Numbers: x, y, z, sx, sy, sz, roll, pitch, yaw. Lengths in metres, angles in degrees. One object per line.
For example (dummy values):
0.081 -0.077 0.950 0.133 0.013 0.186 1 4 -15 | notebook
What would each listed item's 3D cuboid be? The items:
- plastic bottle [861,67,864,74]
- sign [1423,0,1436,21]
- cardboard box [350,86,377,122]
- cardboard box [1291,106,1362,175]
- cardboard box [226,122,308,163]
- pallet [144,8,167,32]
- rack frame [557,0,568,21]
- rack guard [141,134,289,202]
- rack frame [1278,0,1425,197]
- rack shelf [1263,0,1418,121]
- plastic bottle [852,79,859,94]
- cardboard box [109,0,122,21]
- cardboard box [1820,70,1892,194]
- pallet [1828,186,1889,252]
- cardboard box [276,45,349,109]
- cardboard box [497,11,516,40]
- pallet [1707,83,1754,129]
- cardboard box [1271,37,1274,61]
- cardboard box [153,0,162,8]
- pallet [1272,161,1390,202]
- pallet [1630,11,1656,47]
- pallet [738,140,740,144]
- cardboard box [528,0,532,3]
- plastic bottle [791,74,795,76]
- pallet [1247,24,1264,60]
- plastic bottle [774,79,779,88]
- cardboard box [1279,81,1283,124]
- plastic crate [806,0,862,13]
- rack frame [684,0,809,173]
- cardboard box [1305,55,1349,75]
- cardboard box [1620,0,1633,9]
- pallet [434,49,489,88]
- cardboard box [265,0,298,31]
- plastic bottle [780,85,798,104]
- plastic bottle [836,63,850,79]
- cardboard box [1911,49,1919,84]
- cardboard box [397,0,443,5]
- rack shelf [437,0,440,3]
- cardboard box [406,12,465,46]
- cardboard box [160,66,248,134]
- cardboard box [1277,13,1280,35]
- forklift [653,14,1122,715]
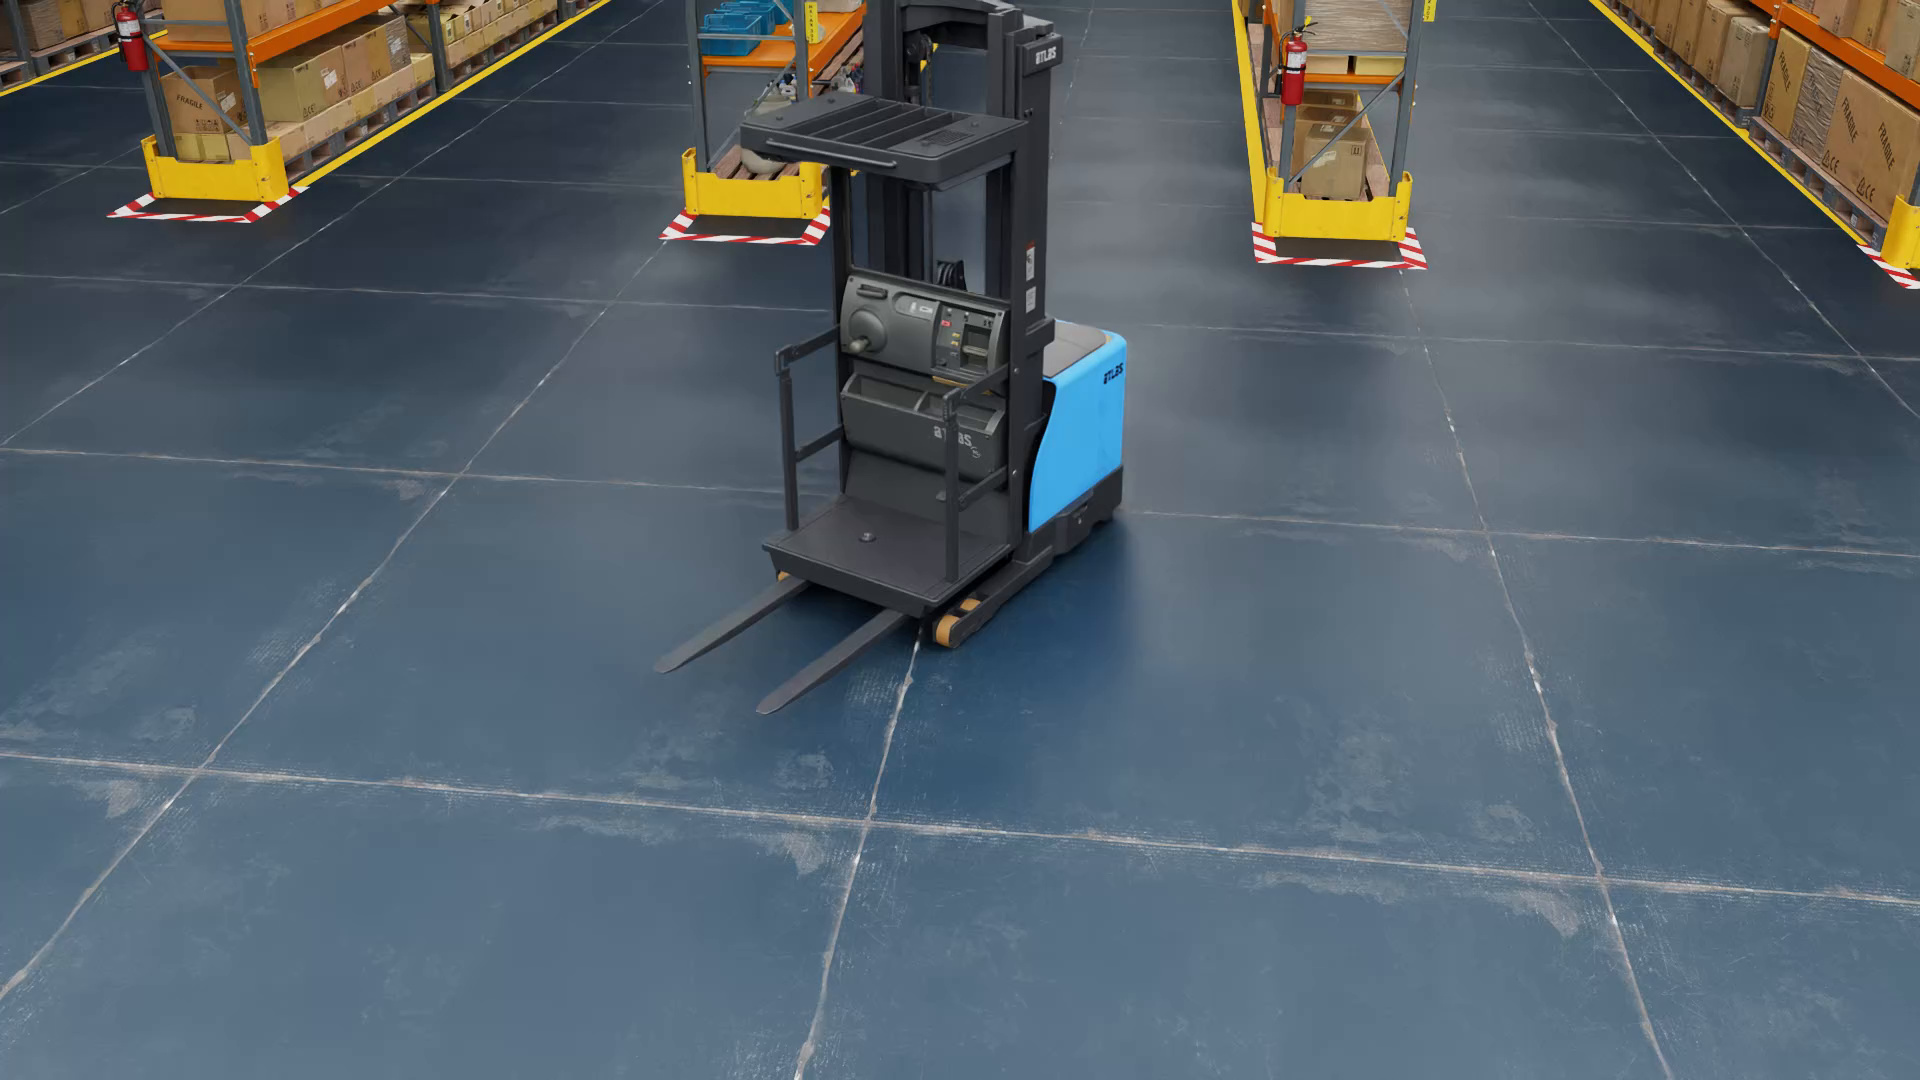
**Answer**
-1.010 -4.811 17.417 0.061 0.283 0.133 5 29 9 | plastic bottle
3.686 -4.237 13.040 0.100 0.325 0.005 3 28 6 | sign
-6.212 -4.385 16.683 0.500 0.250 0.500 3 28 6 | cardboard box
3.279 -3.548 14.867 0.500 0.500 0.500 11 30 19 | cardboard box
-6.398 -3.679 15.373 0.500 0.250 0.500 3 28 6 | cardboard box
-10.718 -6.922 21.875 1.003 0.211 1.213 3 28 6 | pallet
-5.704 -8.231 21.365 1.000 3.000 0.127 3 28 6 | rack frame
-6.687 -3.353 14.947 1.175 0.500 0.348 3 28 6 | rack guard
3.147 -3.888 13.304 1.000 3.000 0.127 3 28 6 | rack frame
3.392 -4.512 15.222 1.077 0.370 4.000 3 28 6 | rack shelf
-1.074 -4.567 16.965 0.061 0.283 0.133 5 29 10 | plastic bottle
-10.869 -6.797 20.876 0.712 0.500 0.516 3 28 5 | cardboard box
8.180 -3.539 14.453 0.875 0.875 0.875 3 28 5 | cardboard box
8.078 -2.705 14.049 1.003 0.211 1.213 3 28 6 | pallet
-6.290 -4.481 16.070 0.500 0.500 0.500 3 28 6 | cardboard box
-5.711 -6.222 20.092 0.500 0.250 0.500 4 29 7 | cardboard box
8.567 -4.575 17.519 1.003 0.211 1.213 3 28 6 | pallet
3.879 -5.638 18.725 0.700 0.500 0.500 1 28 2 | cardboard box
-10.657 -7.268 21.750 0.700 0.500 0.500 4 29 7 | cardboard box
3.291 -3.076 14.738 1.003 0.211 1.213 3 28 6 | pallet
9.135 -6.458 21.014 1.003 0.211 1.213 3 28 6 | pallet
-1.549 -3.941 16.343 1.003 0.211 1.213 3 28 6 | pallet
-5.581 -6.946 20.846 0.500 0.311 0.500 3 28 5 | cardboard box
-1.765 -4.775 17.358 0.152 0.276 0.135 4 29 8 | plastic bottle
4.030 -6.058 20.272 1.003 0.211 1.213 3 28 6 | pallet
-1.874 -4.536 16.908 0.061 0.283 0.133 5 29 8 | plastic bottle
3.486 -4.399 16.445 0.500 0.500 0.500 13 31 22 | cardboard box
-1.226 -5.163 15.949 0.530 0.136 0.437 3 28 6 | plastic crate
-1.769 -4.176 13.838 1.000 3.000 0.127 3 28 6 | rack frame
2.977 -3.923 13.635 0.380 0.149 0.250 3 28 6 | cardboard box
8.975 -7.221 21.684 0.500 0.500 0.500 2 28 4 | cardboard box
-6.143 -5.470 19.180 1.003 0.211 1.213 3 28 6 | pallet
-6.555 -4.976 15.218 0.700 0.500 0.500 4 29 8 | cardboard box
-1.714 -4.411 16.684 0.152 0.276 0.135 3 28 6 | plastic bottle
-1.214 -4.774 17.279 0.144 0.351 0.185 3 28 6 | plastic bottle
8.058 -3.795 12.974 0.875 0.550 0.550 3 28 6 | cardboard box
-6.308 -6.257 19.566 0.500 0.311 0.500 3 28 6 | cardboard box
-5.949 -6.973 19.789 1.077 0.370 4.000 3 28 6 | rack shelf
-5.896 -5.749 18.624 0.500 0.311 0.500 3 29 6 | cardboard box
-6.914 -4.039 15.251 0.500 0.500 0.500 3 28 6 | cardboard box
3.057 -4.635 14.957 0.380 0.149 0.250 3 28 6 | cardboard box
-0.334 -0.962 8.012 1.118 2.867 2.937 17 33 29 | forklift
